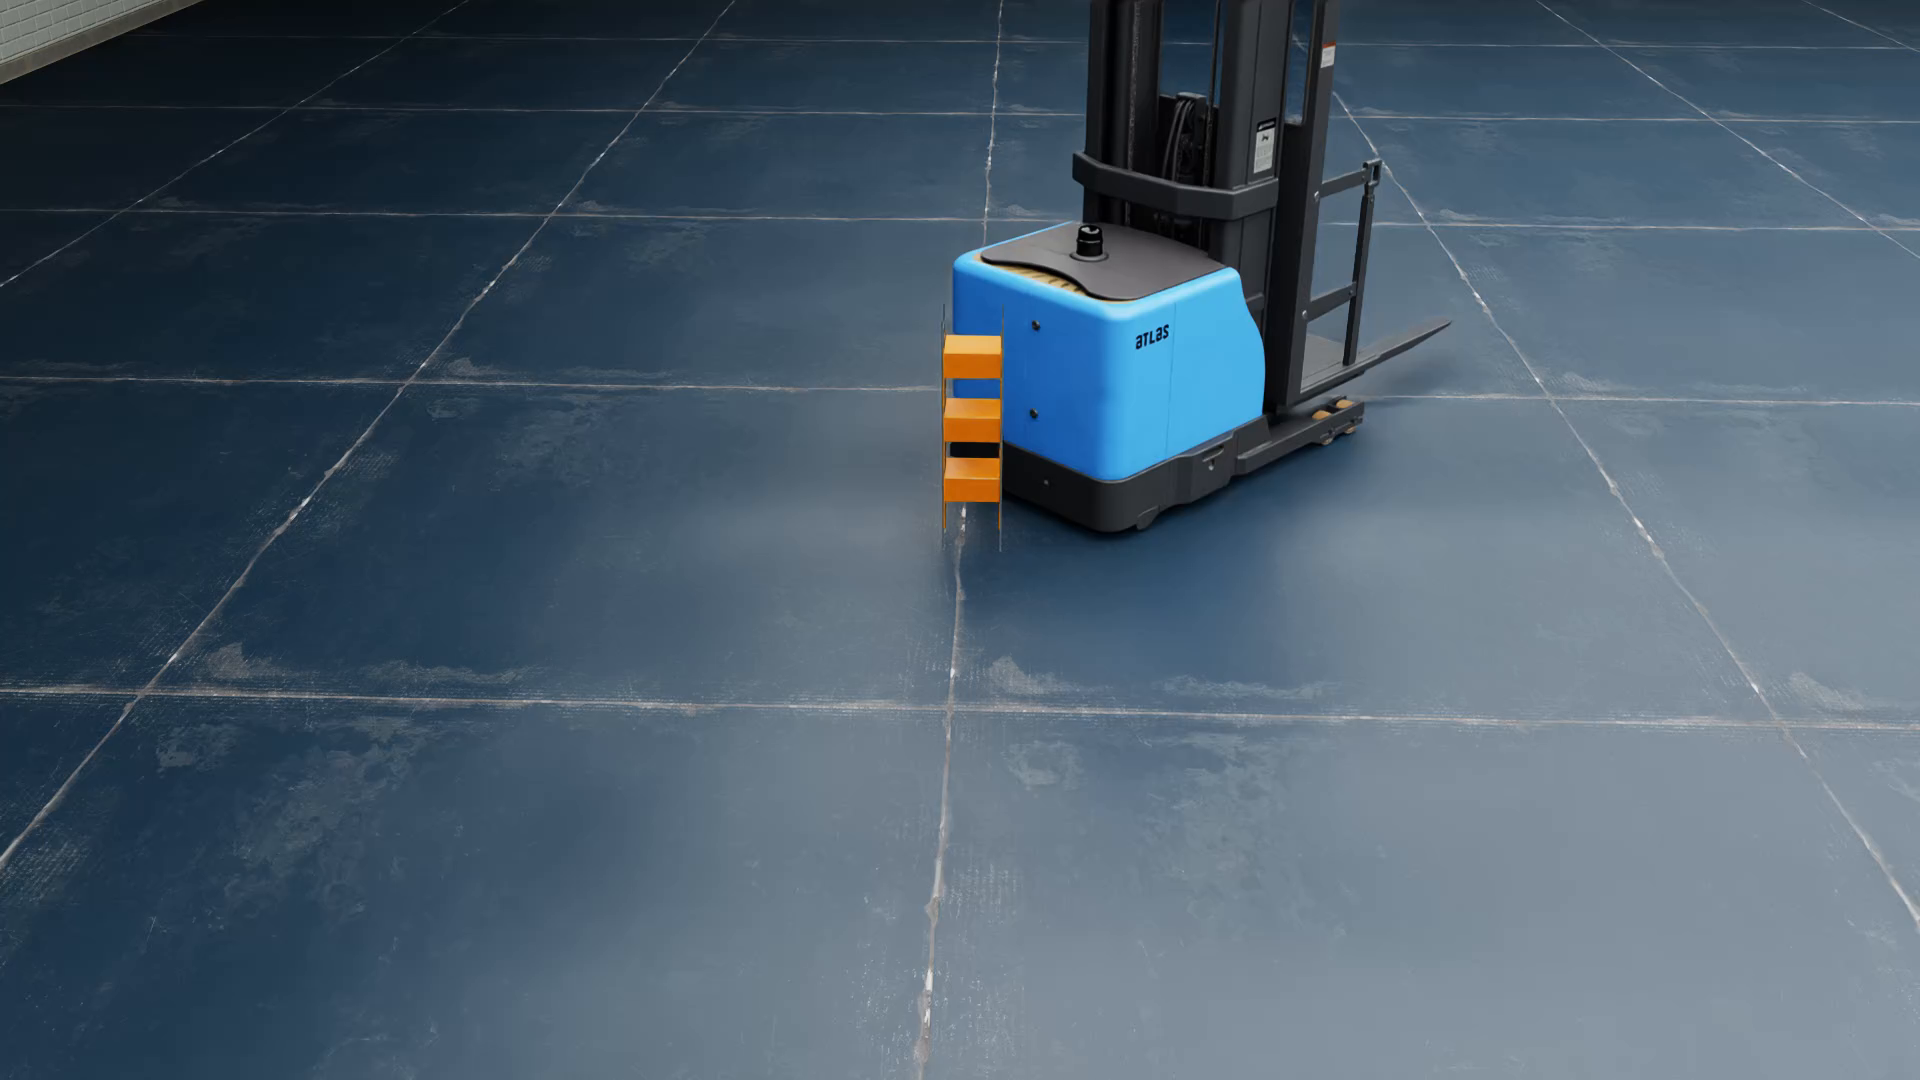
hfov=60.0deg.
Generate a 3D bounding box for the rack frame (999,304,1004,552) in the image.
[{"bbox_3d":[0.175,-0.461,6.999,0.008,1.050,0.200,1,28,2],"label":"rack frame"}]

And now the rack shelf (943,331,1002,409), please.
[{"bbox_3d":[0.053,-0.704,6.874,0.240,0.259,0.215,1,28,2],"label":"rack shelf"}]

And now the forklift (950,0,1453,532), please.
[{"bbox_3d":[1.361,-1.914,7.732,3.031,2.935,1.130,-24,36,-38],"label":"forklift"}]

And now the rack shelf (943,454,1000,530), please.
[{"bbox_3d":[0.053,-0.208,7.138,0.240,0.259,0.215,1,28,2],"label":"rack shelf"}]

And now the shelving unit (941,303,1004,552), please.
[{"bbox_3d":[0.053,-0.463,7.002,0.252,1.050,0.215,1,28,2],"label":"shelving unit"}]

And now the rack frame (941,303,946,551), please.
[{"bbox_3d":[-0.068,-0.465,7.006,0.008,1.050,0.200,1,28,2],"label":"rack frame"}]

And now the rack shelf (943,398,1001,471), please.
[{"bbox_3d":[0.053,-0.454,7.007,0.240,0.259,0.215,1,28,2],"label":"rack shelf"}]
